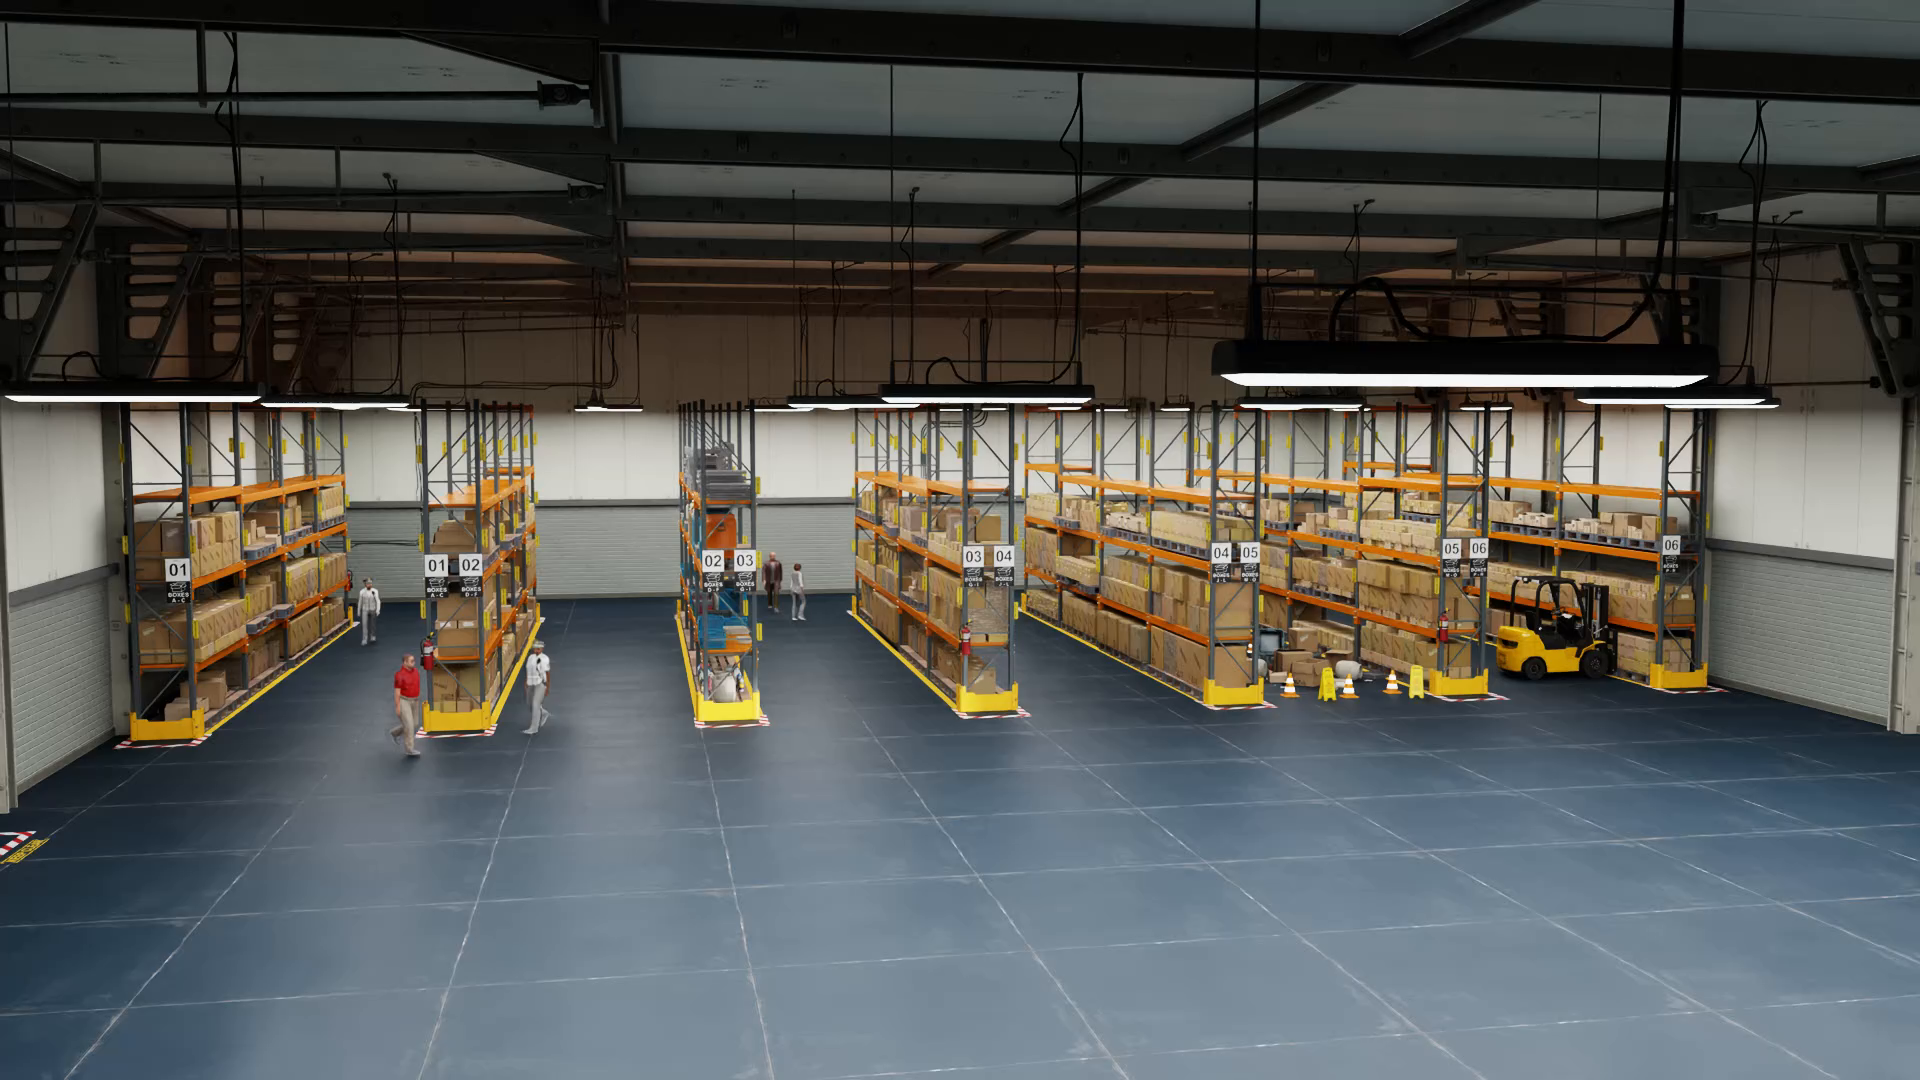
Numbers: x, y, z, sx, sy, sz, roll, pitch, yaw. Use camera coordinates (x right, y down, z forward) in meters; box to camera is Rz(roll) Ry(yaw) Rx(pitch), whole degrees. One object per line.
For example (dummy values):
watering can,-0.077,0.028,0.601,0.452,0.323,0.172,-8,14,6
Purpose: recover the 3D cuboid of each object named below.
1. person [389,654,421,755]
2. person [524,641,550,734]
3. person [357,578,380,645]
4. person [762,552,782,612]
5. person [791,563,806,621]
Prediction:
person,-9.383,2.791,28.075,0.878,1.596,0.539,2,5,28
person,-7.615,2.621,29.990,0.462,1.650,0.821,2,5,25
person,-14.750,1.752,41.478,0.555,1.620,1.022,-2,5,-19
person,-5.436,1.204,48.177,0.606,1.713,1.141,-1,4,-9
person,-4.511,1.443,46.213,0.489,1.606,0.363,3,5,37
